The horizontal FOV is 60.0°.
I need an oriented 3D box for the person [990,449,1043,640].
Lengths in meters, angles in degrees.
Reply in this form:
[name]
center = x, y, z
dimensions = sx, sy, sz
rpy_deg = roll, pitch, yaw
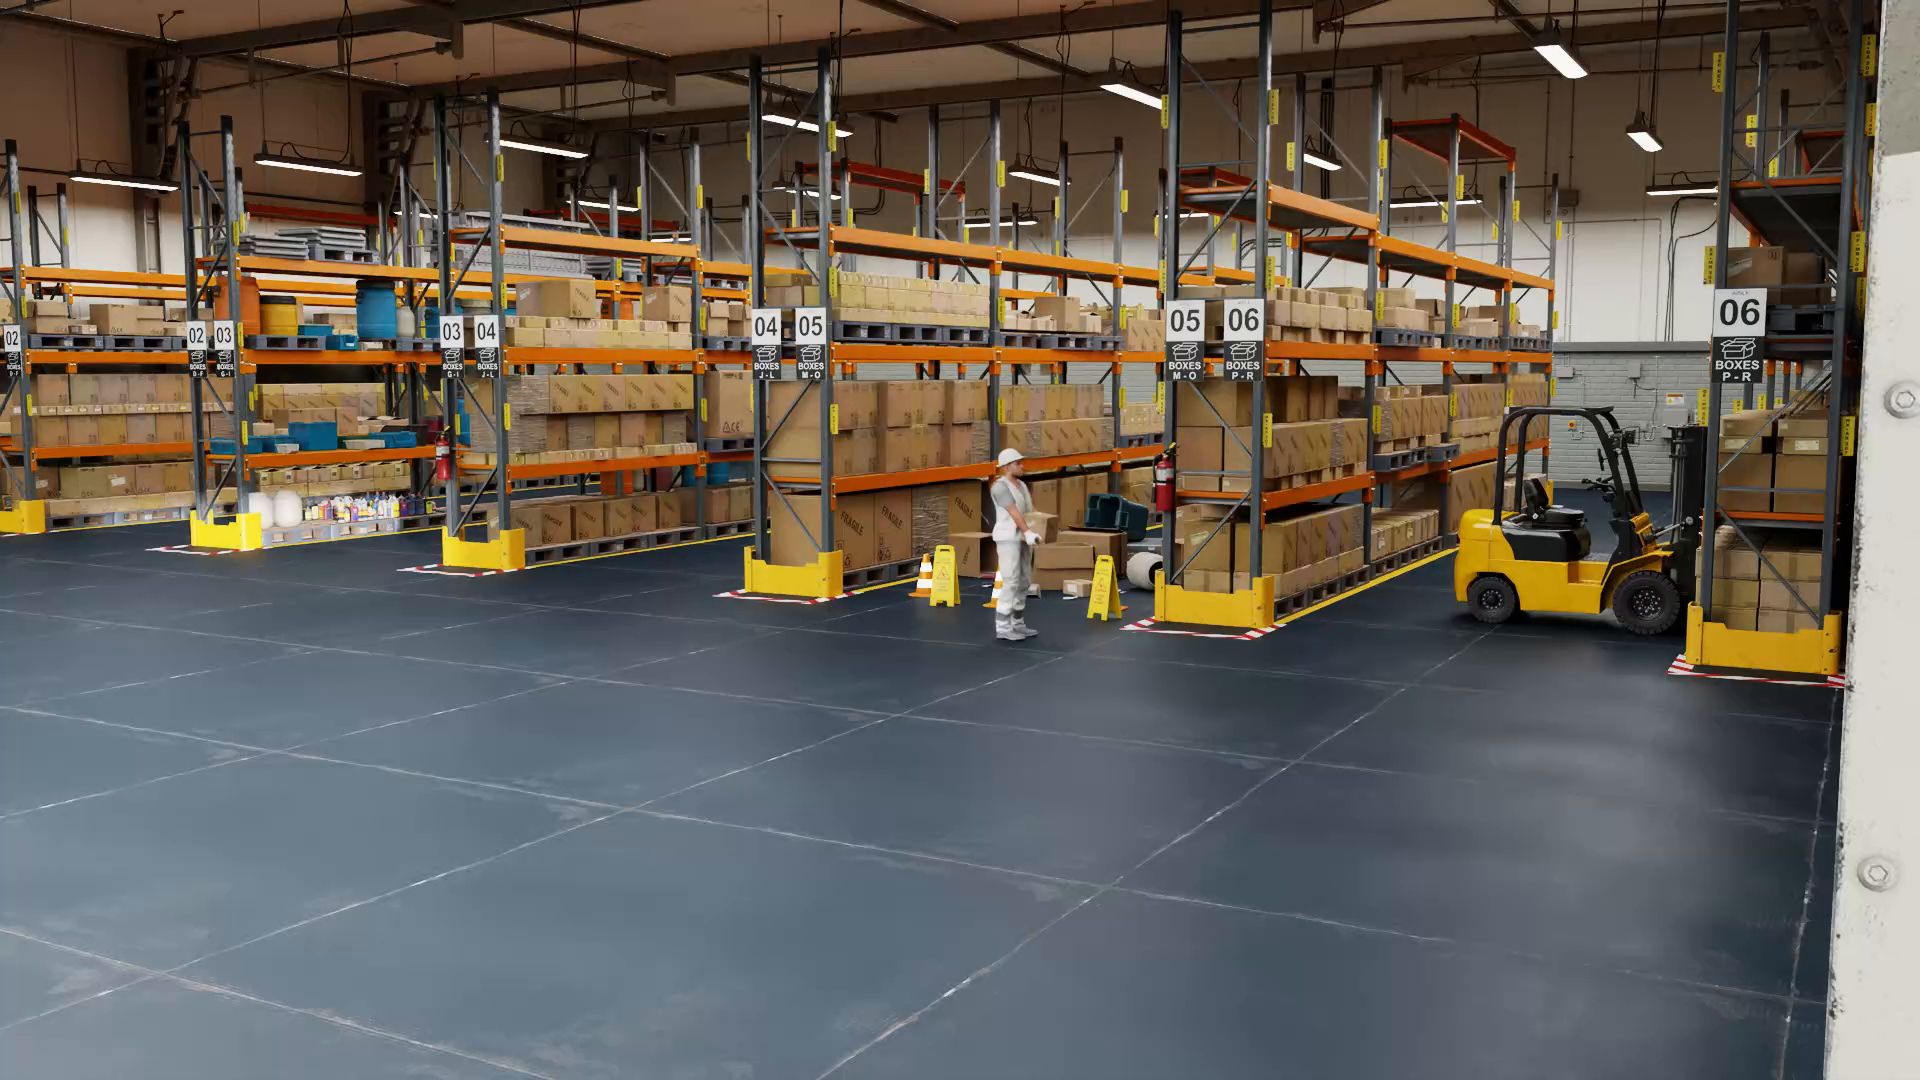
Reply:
[person]
center = 0.597, 0.038, 15.600
dimensions = 0.554, 1.784, 0.494
rpy_deg = 3, 7, 29
